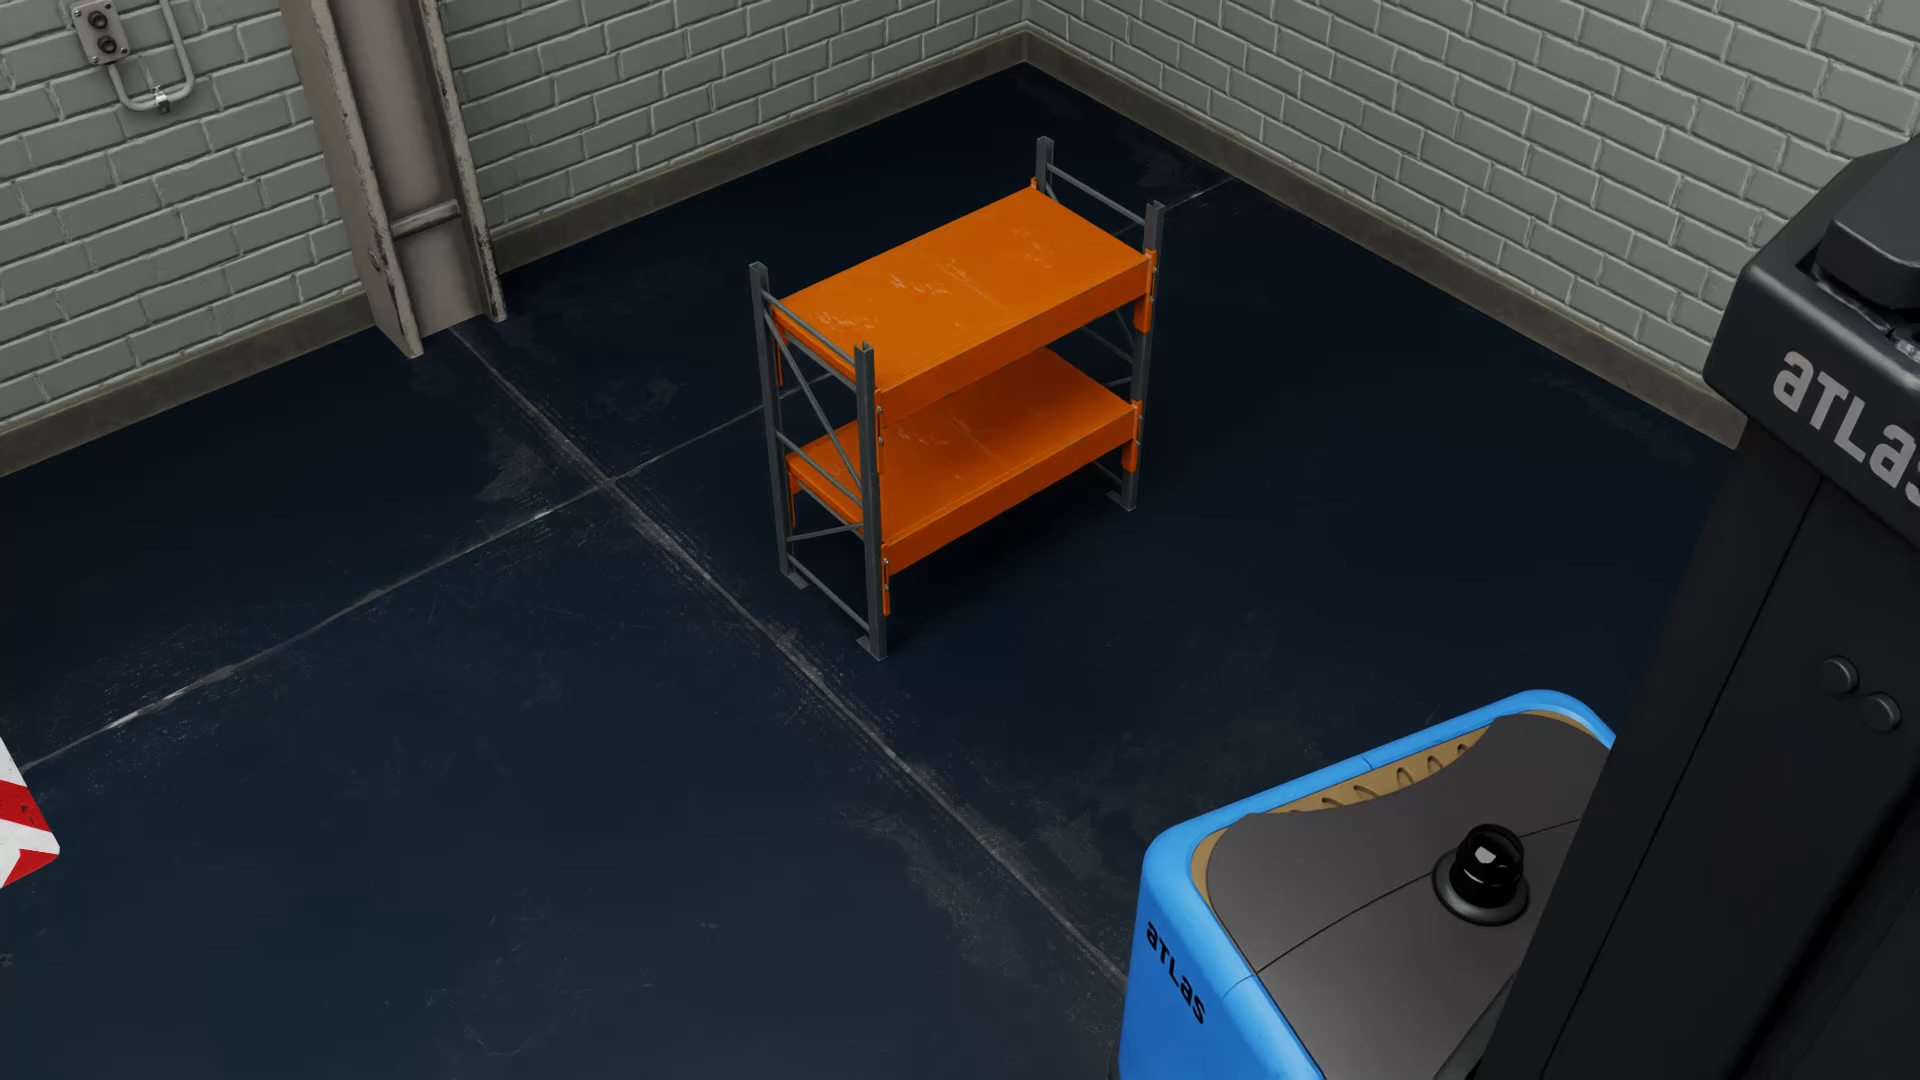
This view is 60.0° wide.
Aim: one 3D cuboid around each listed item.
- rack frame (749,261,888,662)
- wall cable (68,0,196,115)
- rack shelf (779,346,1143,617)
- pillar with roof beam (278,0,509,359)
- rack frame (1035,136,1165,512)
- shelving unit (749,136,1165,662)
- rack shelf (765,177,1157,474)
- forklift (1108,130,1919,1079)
[{"bbox_3d":[-0.385,-0.190,4.630,0.032,1.125,0.500,-30,51,-28],"label":"rack frame"},{"bbox_3d":[-3.050,-1.696,4.122,1.851,1.984,0.084,-30,51,-28],"label":"wall cable"},{"bbox_3d":[0.005,-0.235,5.035,1.000,0.278,0.538,-30,51,-28],"label":"rack shelf"},{"bbox_3d":[0.853,-1.832,0.628,0.400,9.000,9.100,-30,51,-28],"label":"pillar with roof beam"},{"bbox_3d":[0.395,-0.636,5.106,0.032,1.125,0.500,-30,51,-28],"label":"rack frame"},{"bbox_3d":[0.005,-0.413,4.868,1.048,1.125,0.538,-30,51,-28],"label":"shelving unit"},{"bbox_3d":[0.005,-0.626,4.668,1.000,0.278,0.538,-30,51,-28],"label":"rack shelf"},{"bbox_3d":[1.393,1.053,1.988,1.130,2.935,3.031,-17,46,-18],"label":"forklift"}]
